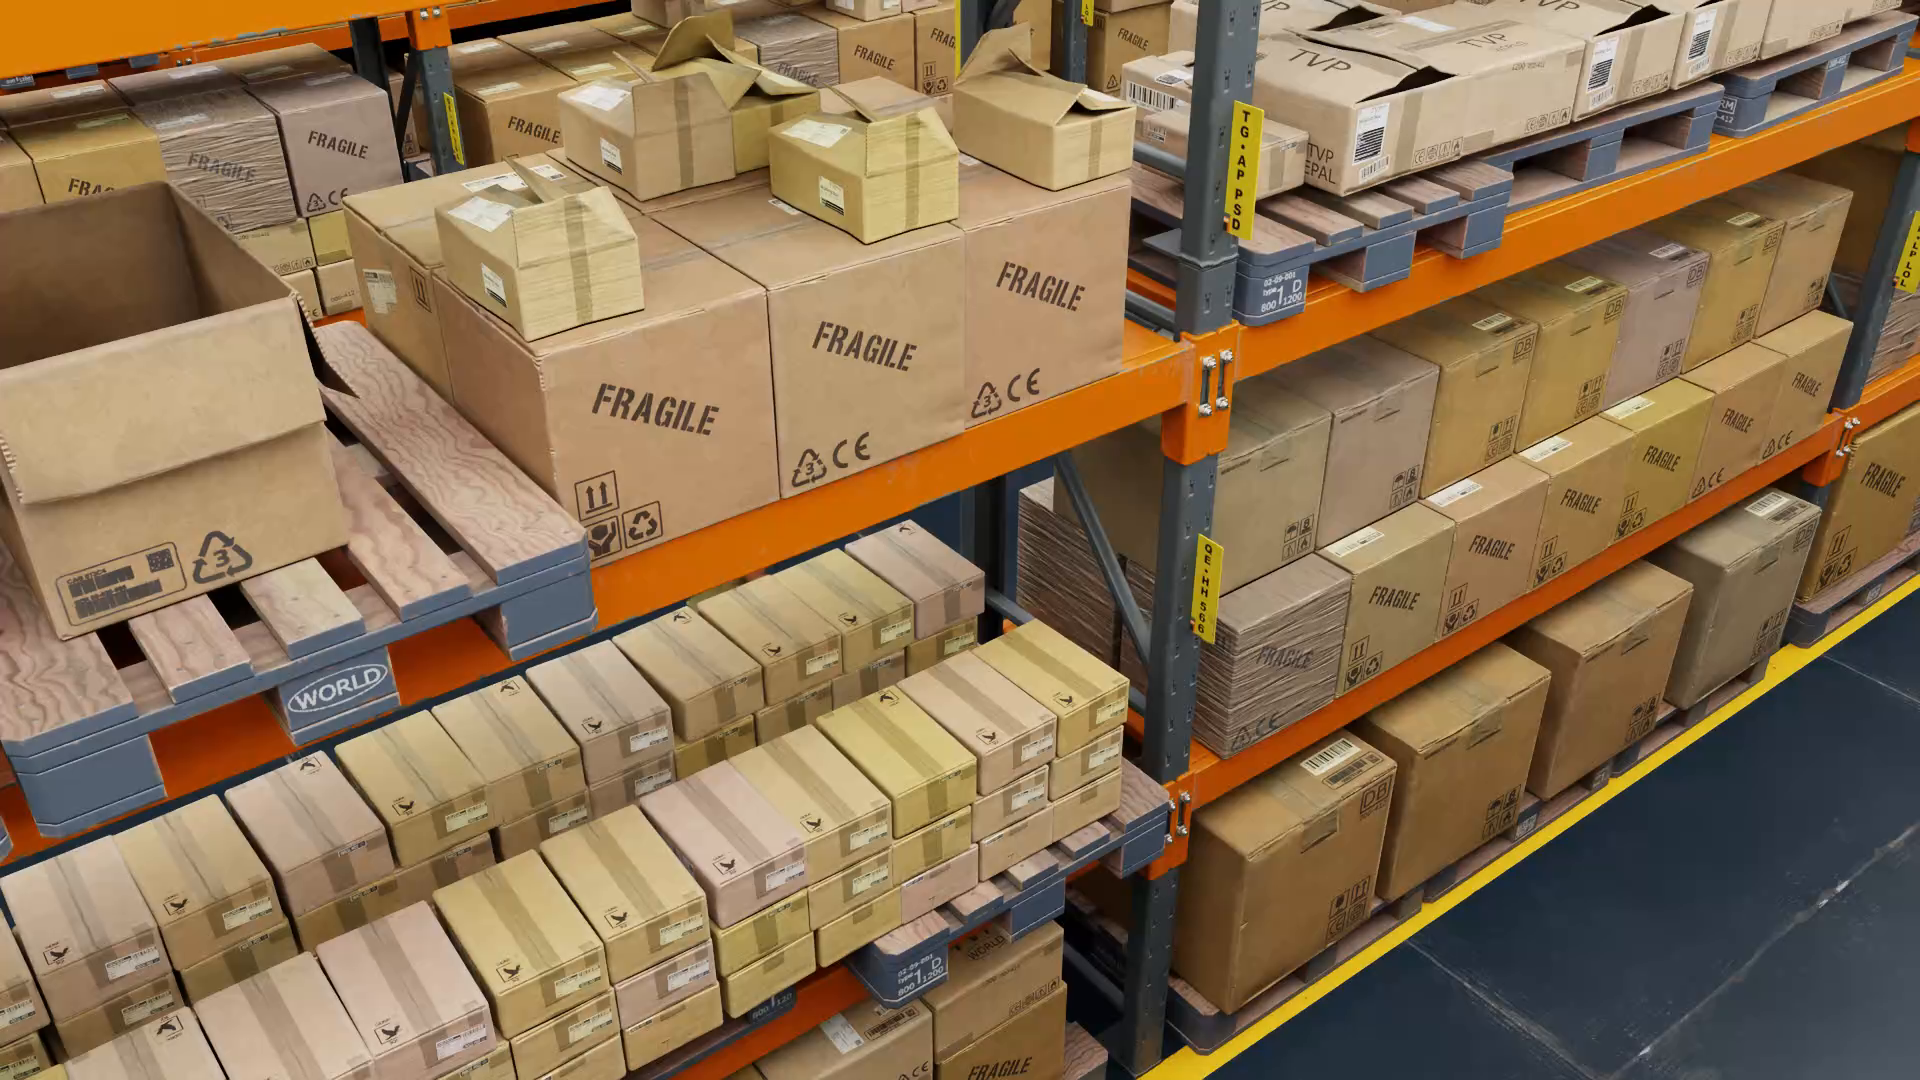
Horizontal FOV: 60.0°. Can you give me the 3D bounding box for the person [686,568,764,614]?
[{"bbox_3d":[-0.916,0.403,6.716,0.723,1.411,0.478,-20,37,-28],"label":"person"}]
